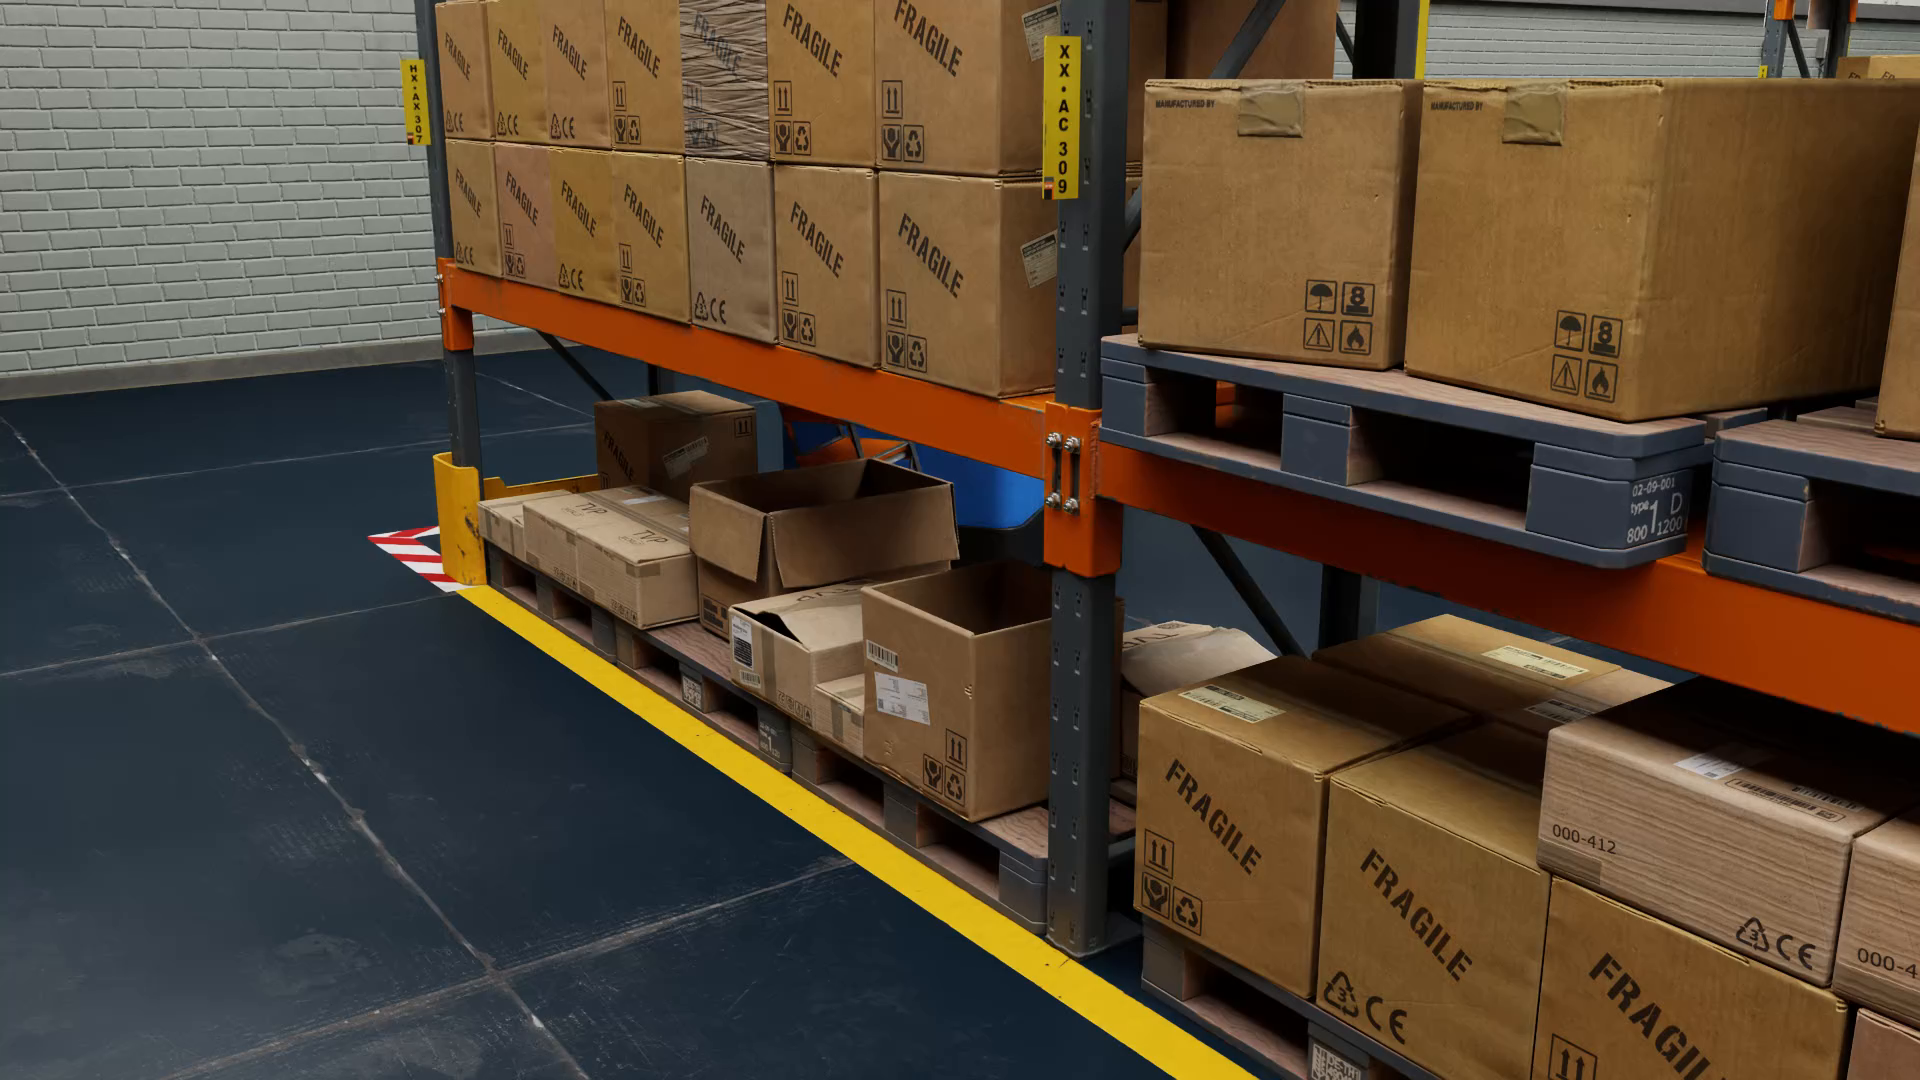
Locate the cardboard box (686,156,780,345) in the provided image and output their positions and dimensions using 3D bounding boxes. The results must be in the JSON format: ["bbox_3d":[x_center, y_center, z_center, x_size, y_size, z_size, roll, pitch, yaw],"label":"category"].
[{"bbox_3d":[-0.463,-0.873,4.894,0.500,0.500,0.500,-10,18,-33],"label":"cardboard box"}]

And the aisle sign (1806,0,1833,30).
[{"bbox_3d":[6.511,-4.245,12.481,0.394,0.787,0.004,-11,19,-35],"label":"aisle sign"}]

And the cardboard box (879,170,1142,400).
[{"bbox_3d":[0.146,-0.654,4.093,0.500,0.500,0.500,-10,18,-34],"label":"cardboard box"}]

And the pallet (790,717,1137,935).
[{"bbox_3d":[0.244,0.660,4.766,1.003,0.211,1.213,-11,19,-35],"label":"pallet"}]

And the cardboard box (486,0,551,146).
[{"bbox_3d":[-1.344,-1.677,5.938,0.500,0.500,0.500,-11,19,-34],"label":"cardboard box"}]

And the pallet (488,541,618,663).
[{"bbox_3d":[-1.191,0.139,6.670,1.003,0.211,1.213,-11,19,-35],"label":"pallet"}]

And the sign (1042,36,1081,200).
[{"bbox_3d":[0.213,-0.870,3.434,0.100,0.325,0.005,-11,19,-35],"label":"sign"}]

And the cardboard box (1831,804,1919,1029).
[{"bbox_3d":[1.618,0.555,2.348,0.500,0.250,0.500,-11,19,-36],"label":"cardboard box"}]

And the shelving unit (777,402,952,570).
[{"bbox_3d":[-0.413,-0.348,6.411,0.258,1.200,0.503,-27,20,-30],"label":"shelving unit"}]

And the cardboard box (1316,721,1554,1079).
[{"bbox_3d":[1.057,0.708,3.208,0.500,0.500,0.500,-11,19,-34],"label":"cardboard box"}]

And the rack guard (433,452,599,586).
[{"bbox_3d":[-1.660,-0.171,7.253,1.175,0.500,0.348,-11,19,-35],"label":"rack guard"}]

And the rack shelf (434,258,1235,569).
[{"bbox_3d":[-0.529,-0.619,5.517,1.077,0.370,4.000,-11,19,-35],"label":"rack shelf"}]

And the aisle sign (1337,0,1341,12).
[{"bbox_3d":[2.021,-3.384,9.333,0.394,0.787,0.004,-11,19,-35],"label":"aisle sign"}]

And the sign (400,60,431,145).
[{"bbox_3d":[-2.144,-1.726,6.560,0.100,0.325,0.005,-11,19,-35],"label":"sign"}]

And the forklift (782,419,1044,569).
[{"bbox_3d":[0.189,-1.571,7.763,1.130,2.935,3.031,5,16,17],"label":"forklift"}]

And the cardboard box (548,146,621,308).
[{"bbox_3d":[-1.057,-1.088,5.681,0.500,0.500,0.500,-11,19,-35],"label":"cardboard box"}]

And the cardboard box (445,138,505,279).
[{"bbox_3d":[-1.657,-1.305,6.474,0.500,0.500,0.500,-10,18,-33],"label":"cardboard box"}]

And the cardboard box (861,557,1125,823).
[{"bbox_3d":[0.083,0.377,4.417,0.500,0.500,0.500,-11,19,-35],"label":"cardboard box"}]

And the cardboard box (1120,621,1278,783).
[{"bbox_3d":[0.575,0.423,4.609,0.500,0.311,0.500,-11,19,-35],"label":"cardboard box"}]

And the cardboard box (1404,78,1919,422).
[{"bbox_3d":[1.200,-0.516,2.796,0.700,0.500,0.500,-8,17,-26],"label":"cardboard box"}]

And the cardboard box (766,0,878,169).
[{"bbox_3d":[-0.163,-1.246,4.362,0.500,0.500,0.500,-11,19,-36],"label":"cardboard box"}]

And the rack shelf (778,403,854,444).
[{"bbox_3d":[-0.456,-0.491,6.364,0.258,0.148,0.480,-27,20,-30],"label":"rack shelf"}]

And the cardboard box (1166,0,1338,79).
[{"bbox_3d":[0.598,-1.213,4.244,0.500,0.500,0.500,-10,18,-33],"label":"cardboard box"}]

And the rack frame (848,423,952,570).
[{"bbox_3d":[-0.273,-0.325,6.213,0.240,1.200,0.015,-27,20,-30],"label":"rack frame"}]

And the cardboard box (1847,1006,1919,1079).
[{"bbox_3d":[1.642,0.924,2.419,0.500,0.500,0.500,-12,19,-37],"label":"cardboard box"}]

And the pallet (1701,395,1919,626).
[{"bbox_3d":[1.852,-0.006,2.281,1.003,0.211,1.213,-11,19,-35],"label":"pallet"}]

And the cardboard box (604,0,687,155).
[{"bbox_3d":[-0.754,-1.461,5.149,0.500,0.500,0.500,-11,19,-35],"label":"cardboard box"}]

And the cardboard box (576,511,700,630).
[{"bbox_3d":[-1.027,0.095,5.922,0.500,0.250,0.500,-11,19,-35],"label":"cardboard box"}]

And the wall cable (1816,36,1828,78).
[{"bbox_3d":[12.132,-6.381,23.283,0.588,1.984,0.122,-11,19,-35],"label":"wall cable"}]

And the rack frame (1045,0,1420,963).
[{"bbox_3d":[0.647,-0.539,3.862,1.000,3.000,0.127,-11,19,-35],"label":"rack frame"}]

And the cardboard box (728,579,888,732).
[{"bbox_3d":[-0.358,0.308,5.027,0.500,0.311,0.500,-11,19,-35],"label":"cardboard box"}]

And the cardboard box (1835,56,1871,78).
[{"bbox_3d":[6.809,-3.299,12.248,0.500,0.500,0.500,-11,19,-34],"label":"cardboard box"}]

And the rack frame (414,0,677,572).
[{"bbox_3d":[-1.705,-1.393,6.982,1.000,3.000,0.127,-11,19,-35],"label":"rack frame"}]

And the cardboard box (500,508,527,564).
[{"bbox_3d":[-1.590,-0.042,6.582,0.380,0.166,0.250,-11,19,-35],"label":"cardboard box"}]

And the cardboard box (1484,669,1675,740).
[{"bbox_3d":[1.453,0.623,3.521,0.500,0.500,0.500,-11,19,-34],"label":"cardboard box"}]
